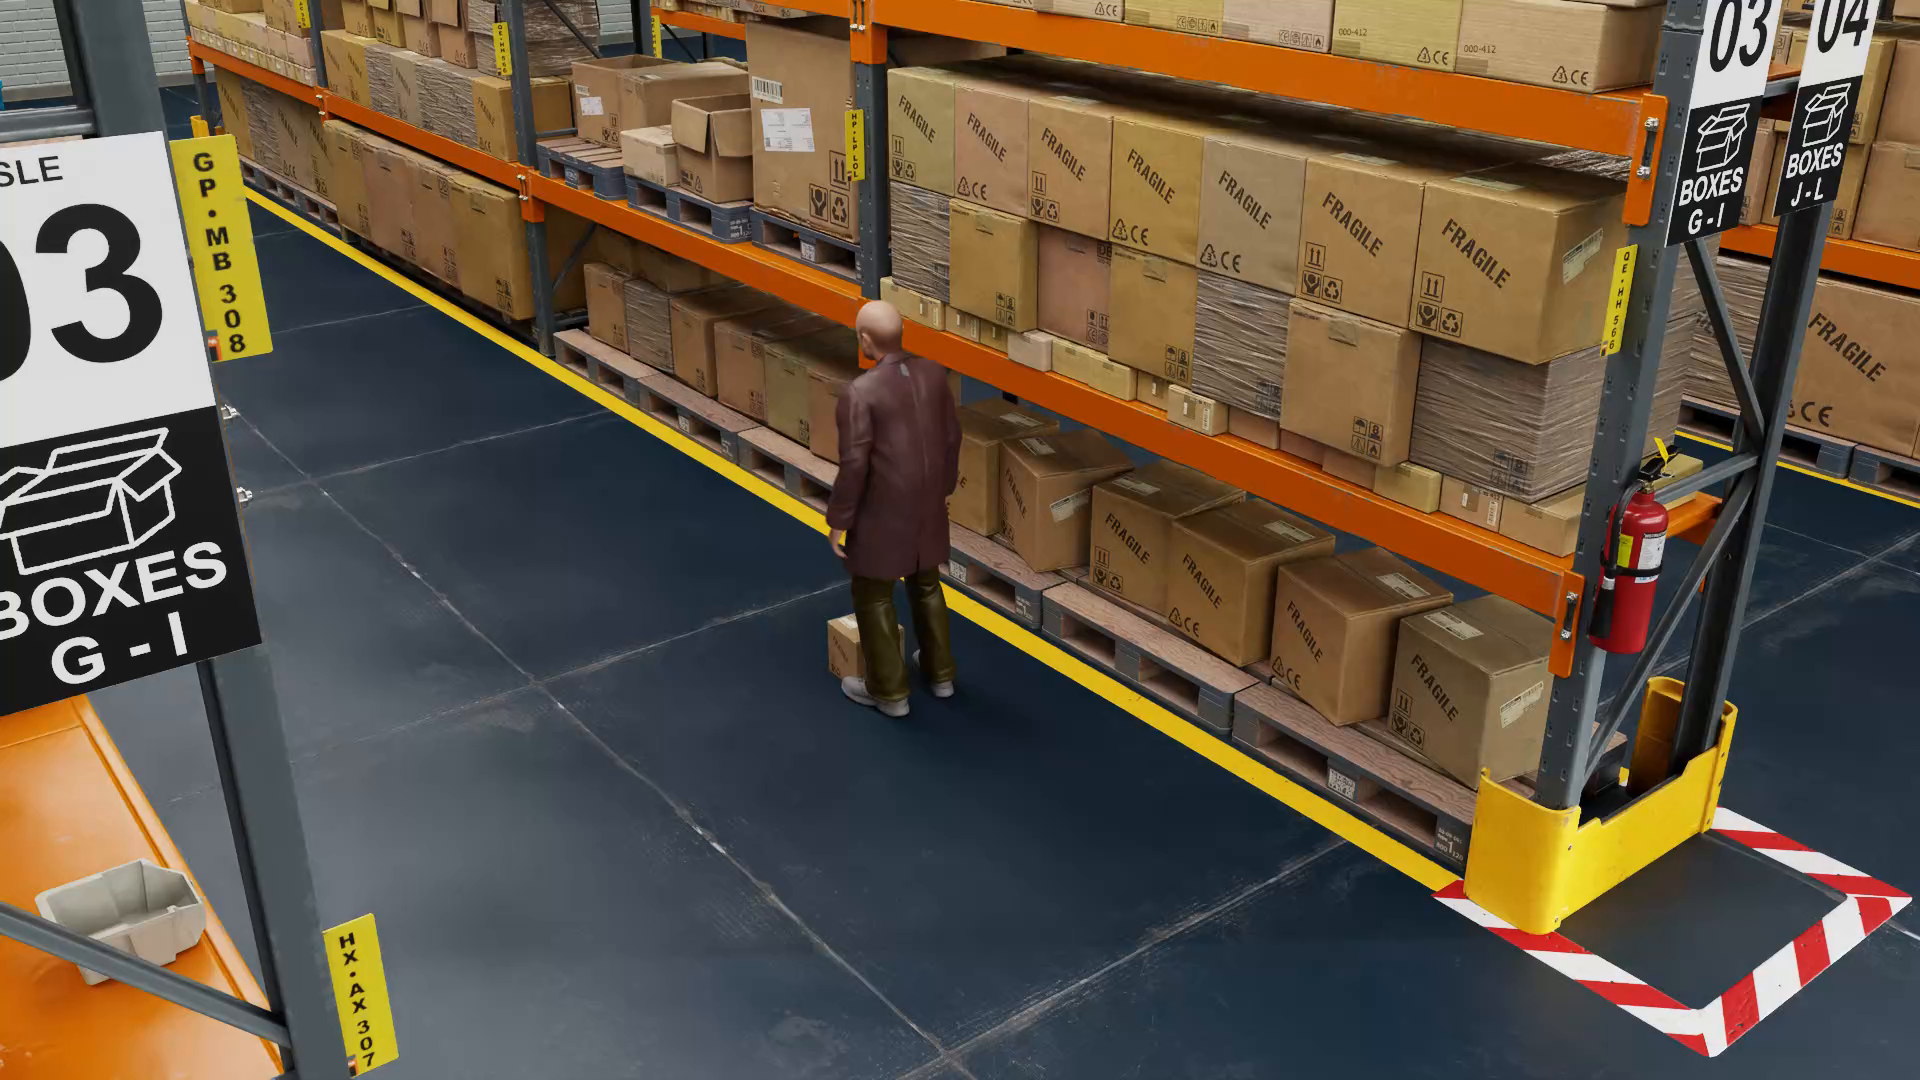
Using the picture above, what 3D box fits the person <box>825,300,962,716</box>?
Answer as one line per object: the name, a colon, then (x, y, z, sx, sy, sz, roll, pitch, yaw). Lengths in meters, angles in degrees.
person: (-0.269, -0.125, 6.898, 0.644, 1.775, 0.419, -19, 31, -36)
